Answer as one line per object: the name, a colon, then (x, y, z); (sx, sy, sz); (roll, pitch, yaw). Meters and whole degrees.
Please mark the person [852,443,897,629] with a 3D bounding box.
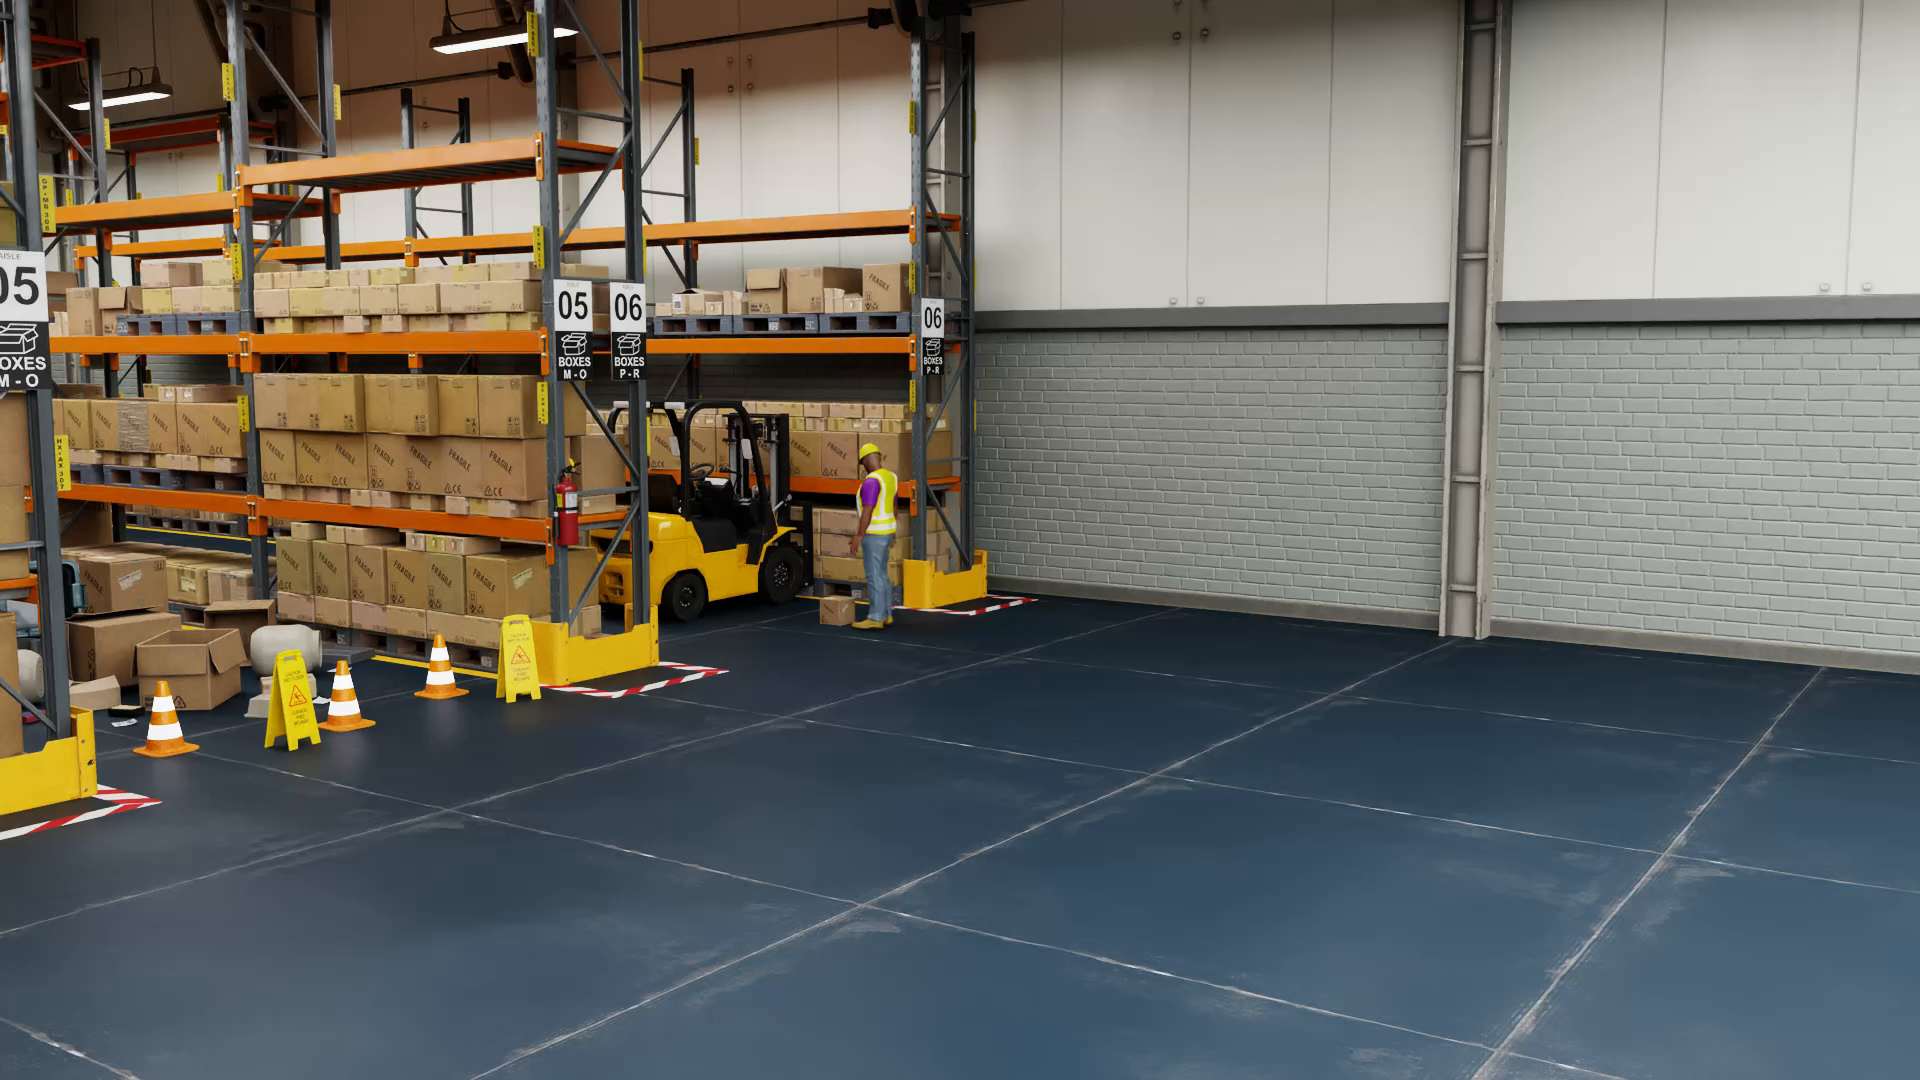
person: (-0.806, -0.026, 15.948); (0.368, 1.798, 0.486); (2, 6, 16)
